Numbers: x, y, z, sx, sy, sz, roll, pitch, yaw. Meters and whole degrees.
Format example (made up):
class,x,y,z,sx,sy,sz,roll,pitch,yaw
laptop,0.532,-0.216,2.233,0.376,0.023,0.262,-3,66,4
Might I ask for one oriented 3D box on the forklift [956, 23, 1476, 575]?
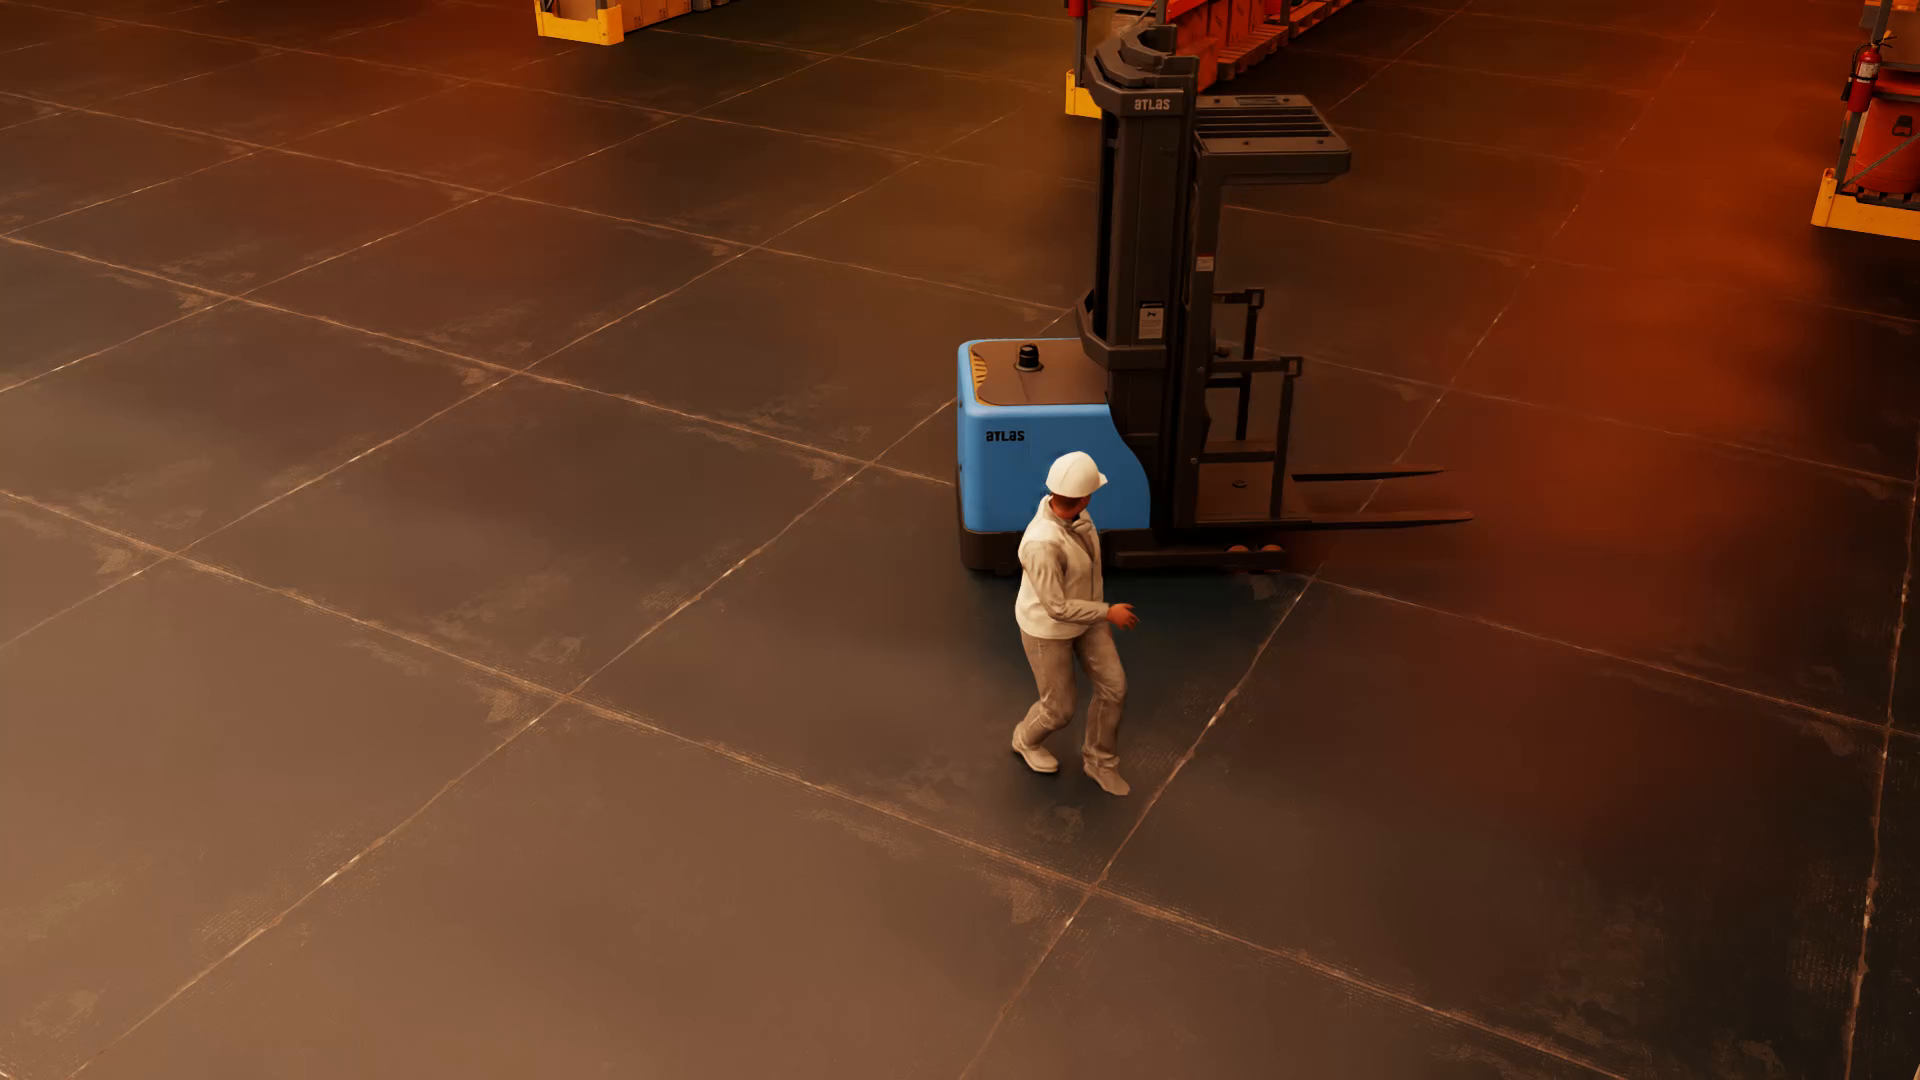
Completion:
class,x,y,z,sx,sy,sz,roll,pitch,yaw
forklift,1.508,-1.333,9.381,3.031,2.935,1.130,-1,30,-2

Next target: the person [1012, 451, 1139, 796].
class,x,y,z,sx,sy,sz,roll,pitch,yaw
person,0.478,0.383,7.693,0.827,1.771,0.592,25,38,36
